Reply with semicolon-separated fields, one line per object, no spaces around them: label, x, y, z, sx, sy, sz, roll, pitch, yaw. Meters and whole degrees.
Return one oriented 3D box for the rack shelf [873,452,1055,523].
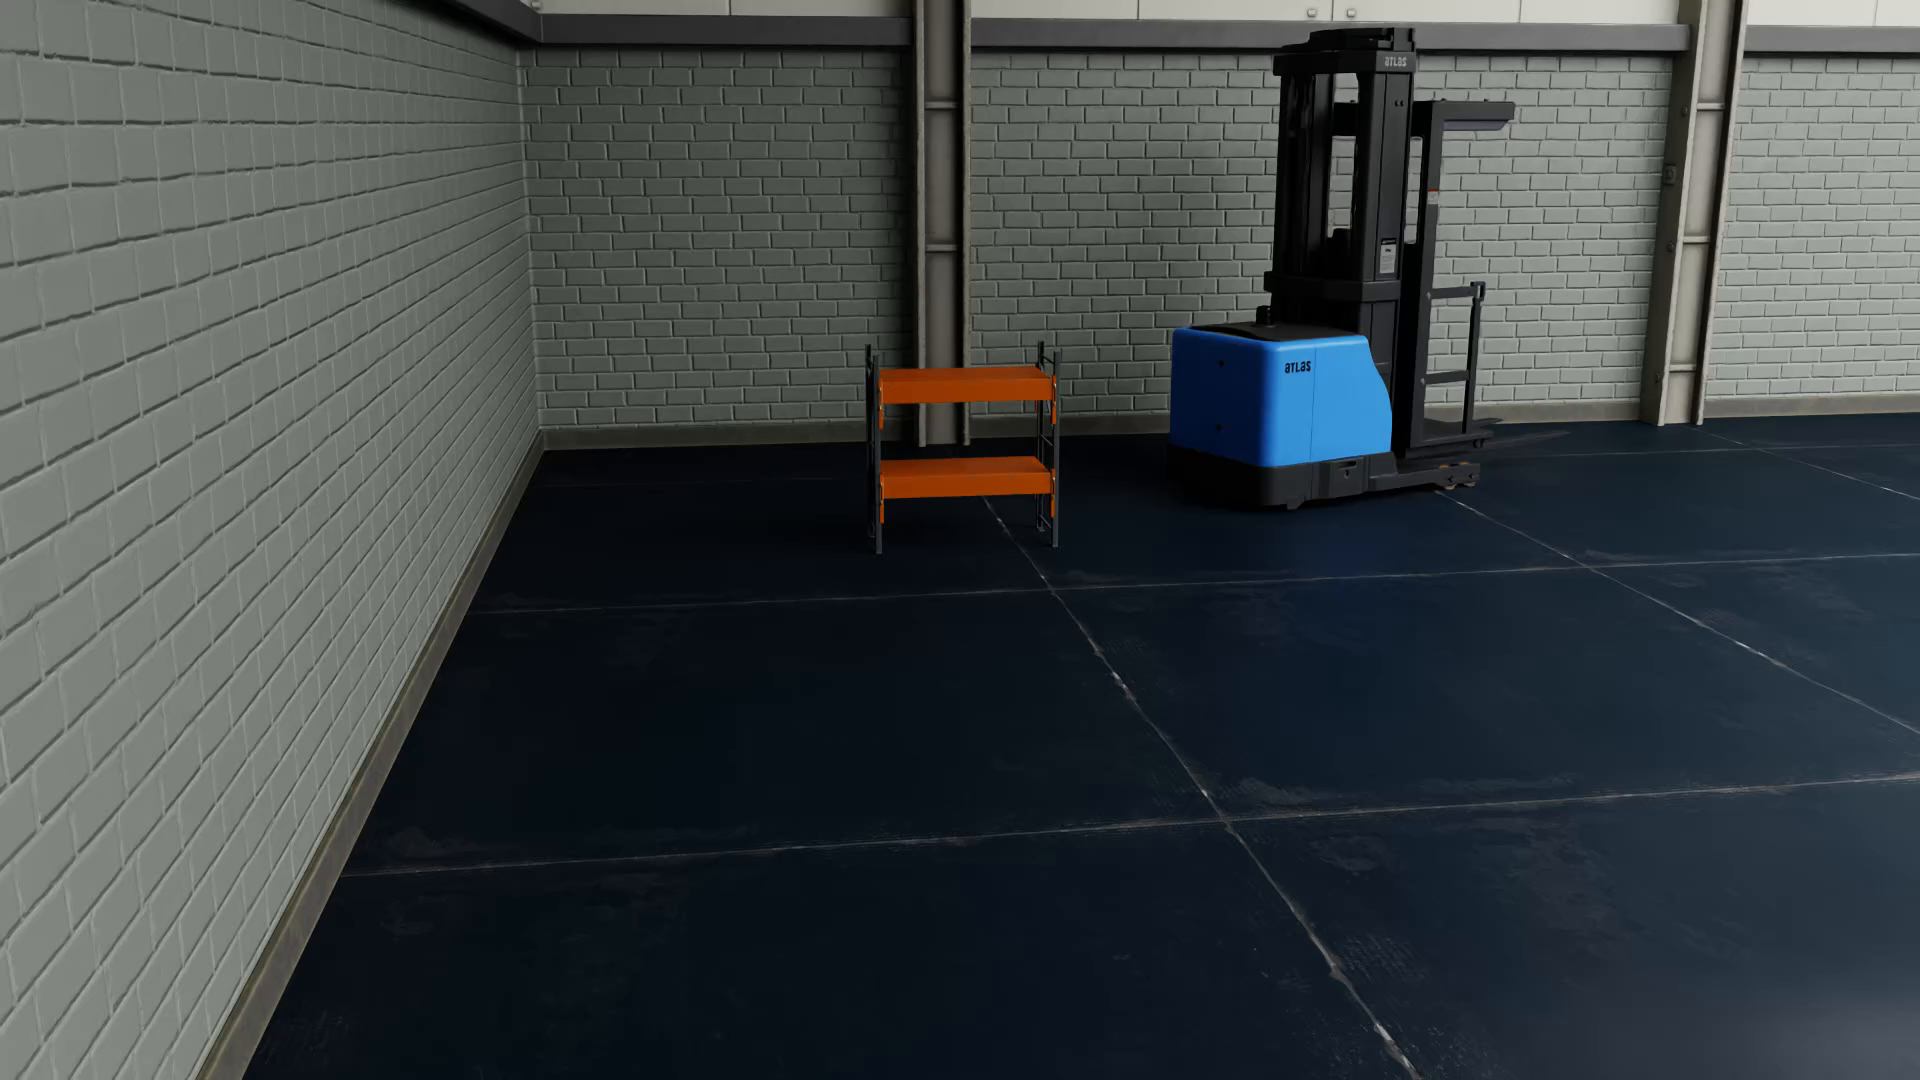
rack shelf;0.007;-0.309;9.645;1.000;0.278;0.538;-2;14;-8

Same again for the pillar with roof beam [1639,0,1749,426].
pillar with roof beam;6.433;-4.294;8.345;0.400;9.000;9.100;-2;14;-8

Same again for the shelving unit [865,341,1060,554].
shelving unit;0.007;-0.546;9.586;1.048;1.125;0.538;-2;14;-8

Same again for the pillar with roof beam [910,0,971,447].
pillar with roof beam;0.500;-4.077;7.478;0.400;9.000;9.100;-2;14;-8

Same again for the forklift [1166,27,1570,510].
forklift;2.896;-1.854;11.088;3.031;2.935;1.130;-8;16;-30

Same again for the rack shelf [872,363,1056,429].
rack shelf;0.007;-0.830;9.515;1.000;0.278;0.538;-2;14;-8

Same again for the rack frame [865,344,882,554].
rack frame;-0.496;-0.527;9.513;0.032;1.125;0.500;-2;14;-8

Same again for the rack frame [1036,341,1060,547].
rack frame;0.509;-0.564;9.659;0.032;1.125;0.500;-2;14;-8
